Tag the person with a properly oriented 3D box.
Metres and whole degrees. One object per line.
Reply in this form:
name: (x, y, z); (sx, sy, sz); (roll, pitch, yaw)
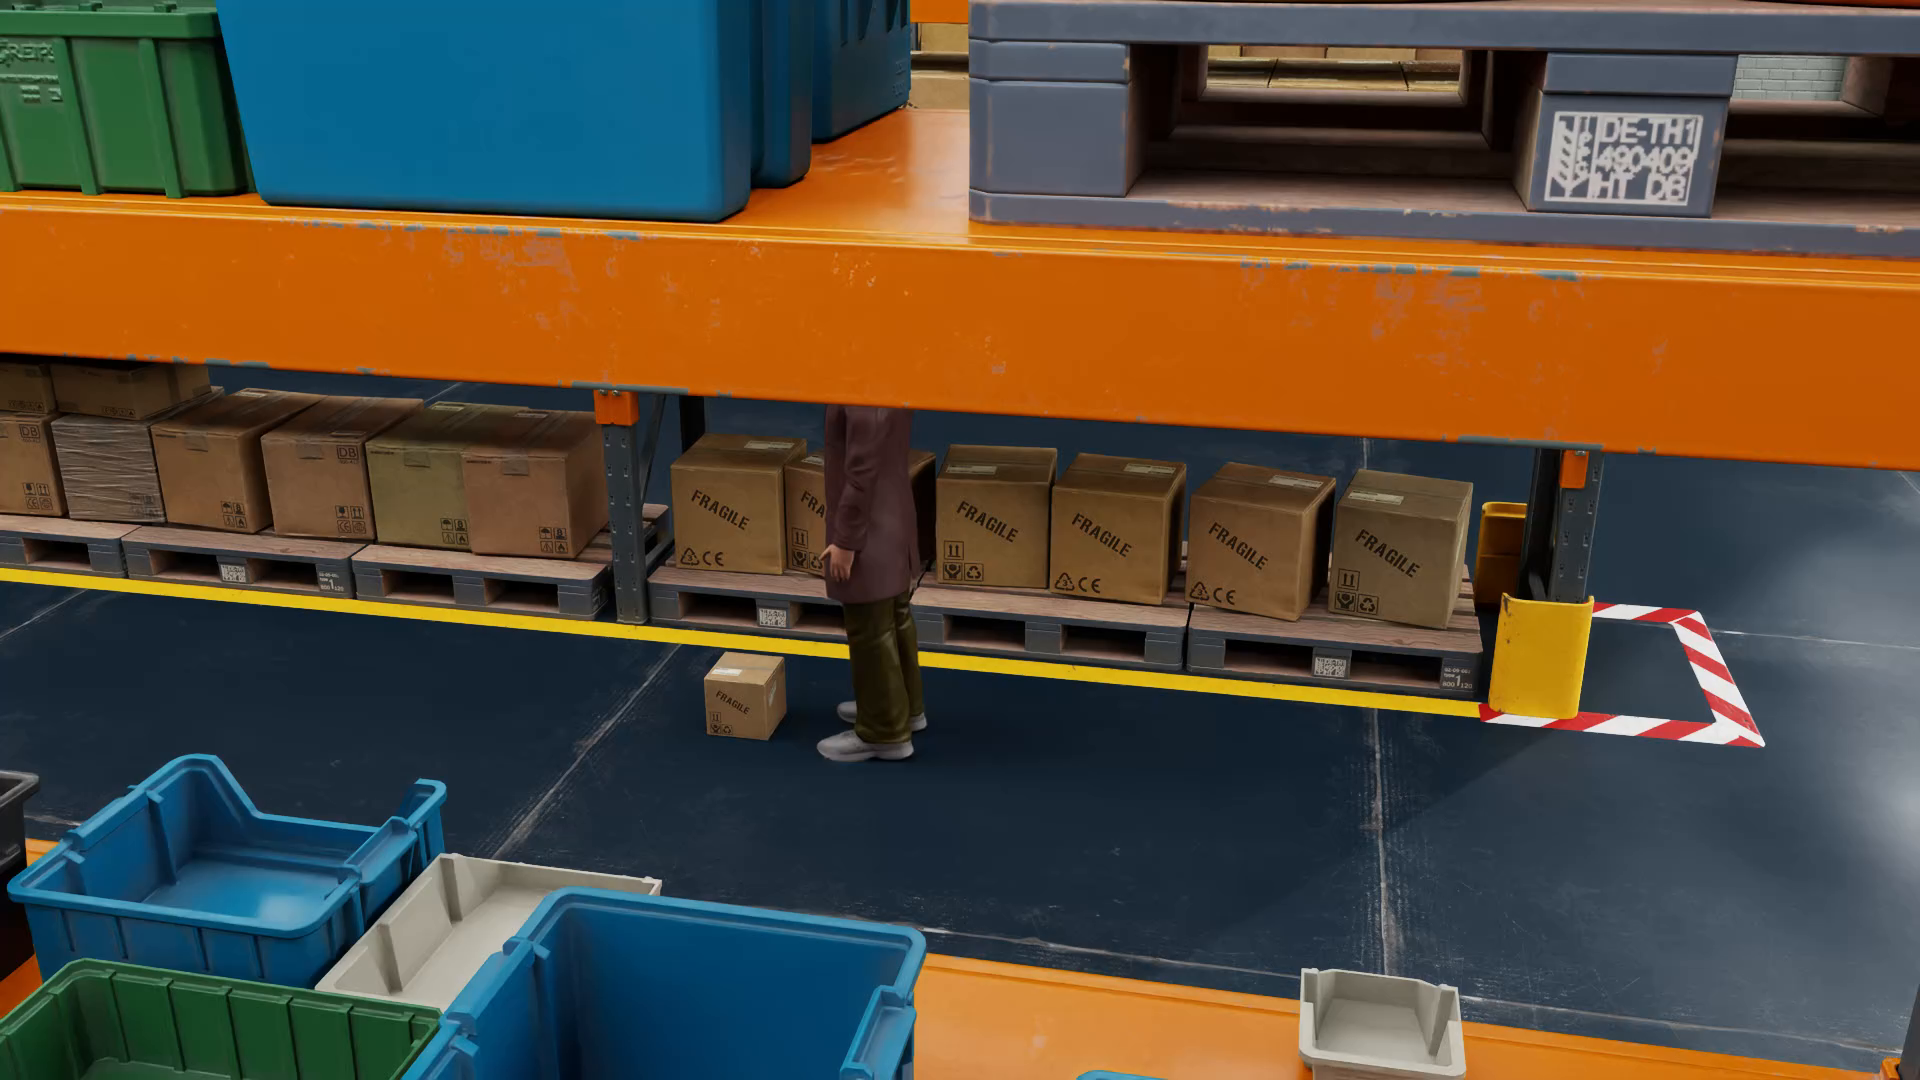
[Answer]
person: (-0.344, -0.039, 6.211); (0.388, 1.786, 0.562); (5, 22, 14)
